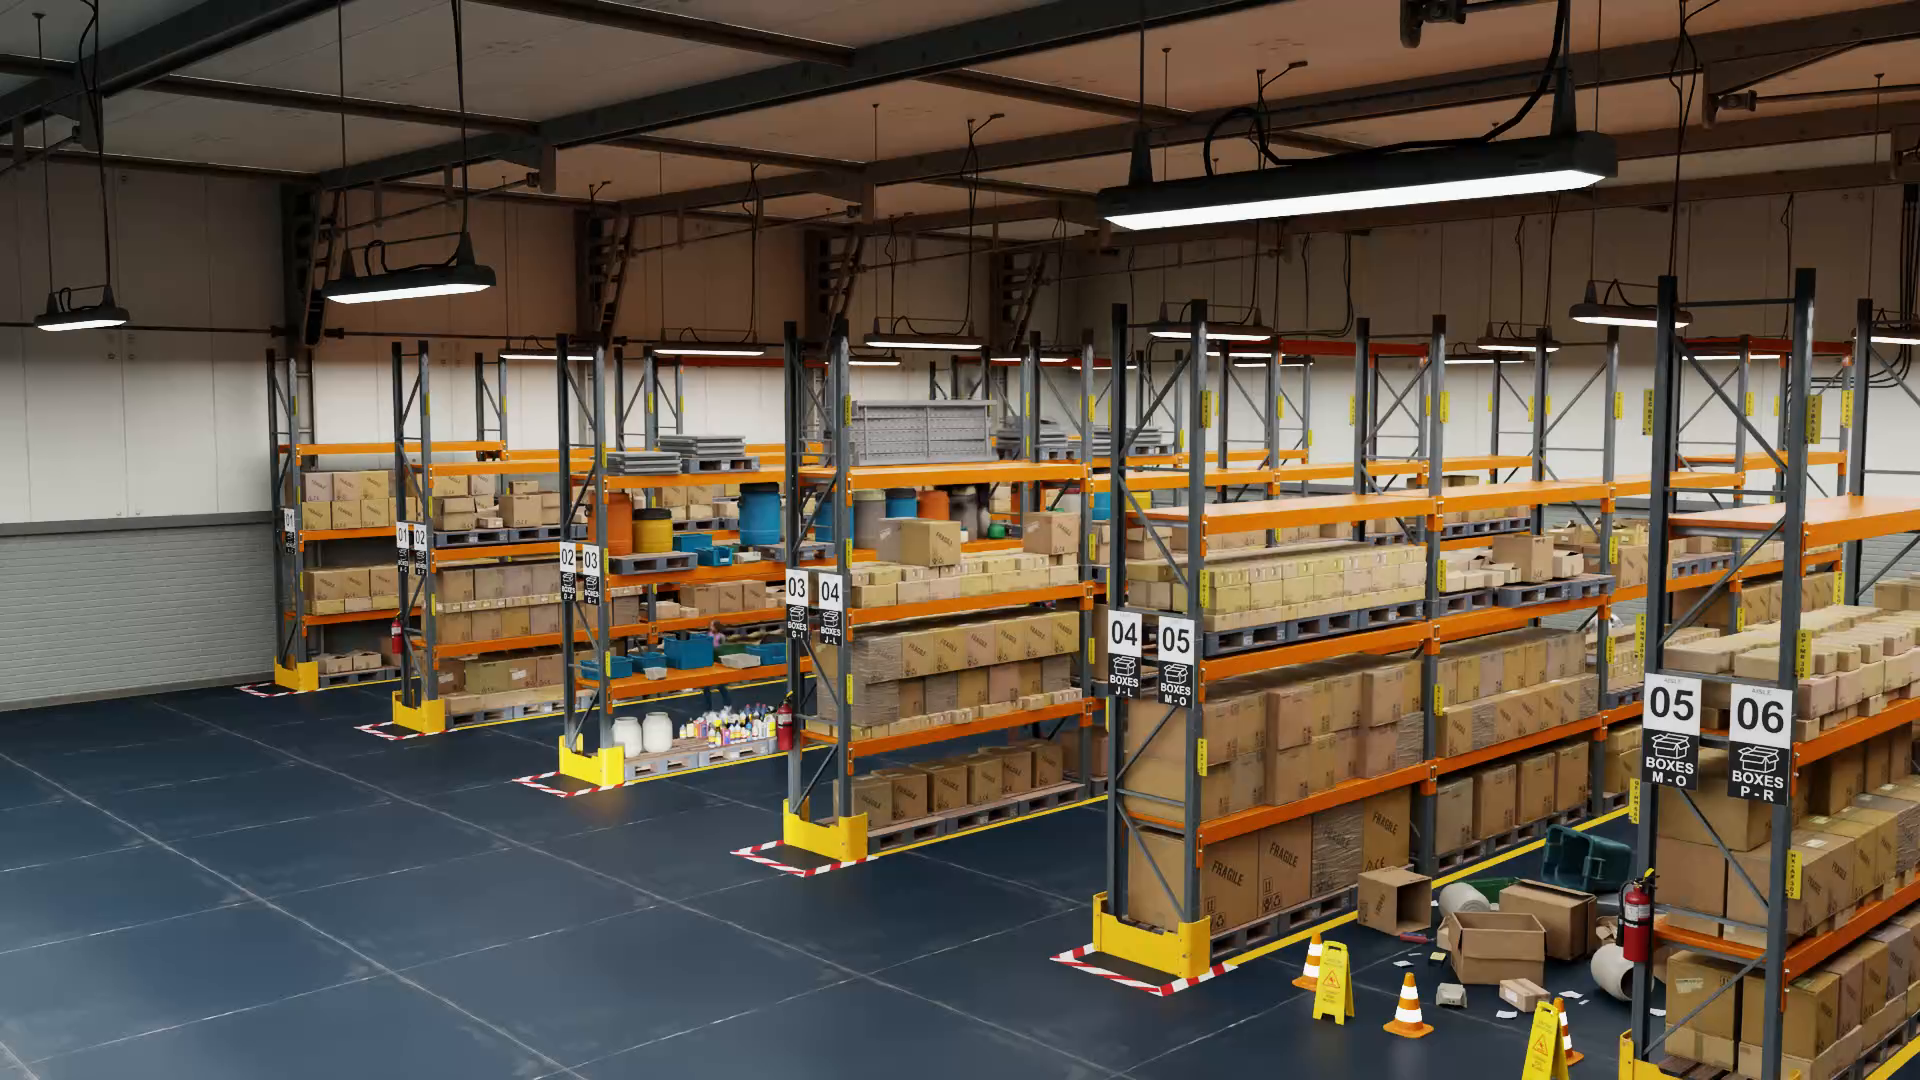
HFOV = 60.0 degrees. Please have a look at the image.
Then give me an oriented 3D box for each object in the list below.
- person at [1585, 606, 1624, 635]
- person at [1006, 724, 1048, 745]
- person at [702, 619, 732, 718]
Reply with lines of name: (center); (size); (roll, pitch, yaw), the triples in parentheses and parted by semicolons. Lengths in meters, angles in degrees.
person: (11.153, 1.870, 28.691); (0.685, 1.720, 0.668); (1, 5, 14)
person: (0.930, 2.359, 23.653); (0.945, 1.614, 0.616); (-3, 6, -35)
person: (-3.892, 2.069, 26.589); (0.523, 1.647, 0.736); (2, 5, 25)
